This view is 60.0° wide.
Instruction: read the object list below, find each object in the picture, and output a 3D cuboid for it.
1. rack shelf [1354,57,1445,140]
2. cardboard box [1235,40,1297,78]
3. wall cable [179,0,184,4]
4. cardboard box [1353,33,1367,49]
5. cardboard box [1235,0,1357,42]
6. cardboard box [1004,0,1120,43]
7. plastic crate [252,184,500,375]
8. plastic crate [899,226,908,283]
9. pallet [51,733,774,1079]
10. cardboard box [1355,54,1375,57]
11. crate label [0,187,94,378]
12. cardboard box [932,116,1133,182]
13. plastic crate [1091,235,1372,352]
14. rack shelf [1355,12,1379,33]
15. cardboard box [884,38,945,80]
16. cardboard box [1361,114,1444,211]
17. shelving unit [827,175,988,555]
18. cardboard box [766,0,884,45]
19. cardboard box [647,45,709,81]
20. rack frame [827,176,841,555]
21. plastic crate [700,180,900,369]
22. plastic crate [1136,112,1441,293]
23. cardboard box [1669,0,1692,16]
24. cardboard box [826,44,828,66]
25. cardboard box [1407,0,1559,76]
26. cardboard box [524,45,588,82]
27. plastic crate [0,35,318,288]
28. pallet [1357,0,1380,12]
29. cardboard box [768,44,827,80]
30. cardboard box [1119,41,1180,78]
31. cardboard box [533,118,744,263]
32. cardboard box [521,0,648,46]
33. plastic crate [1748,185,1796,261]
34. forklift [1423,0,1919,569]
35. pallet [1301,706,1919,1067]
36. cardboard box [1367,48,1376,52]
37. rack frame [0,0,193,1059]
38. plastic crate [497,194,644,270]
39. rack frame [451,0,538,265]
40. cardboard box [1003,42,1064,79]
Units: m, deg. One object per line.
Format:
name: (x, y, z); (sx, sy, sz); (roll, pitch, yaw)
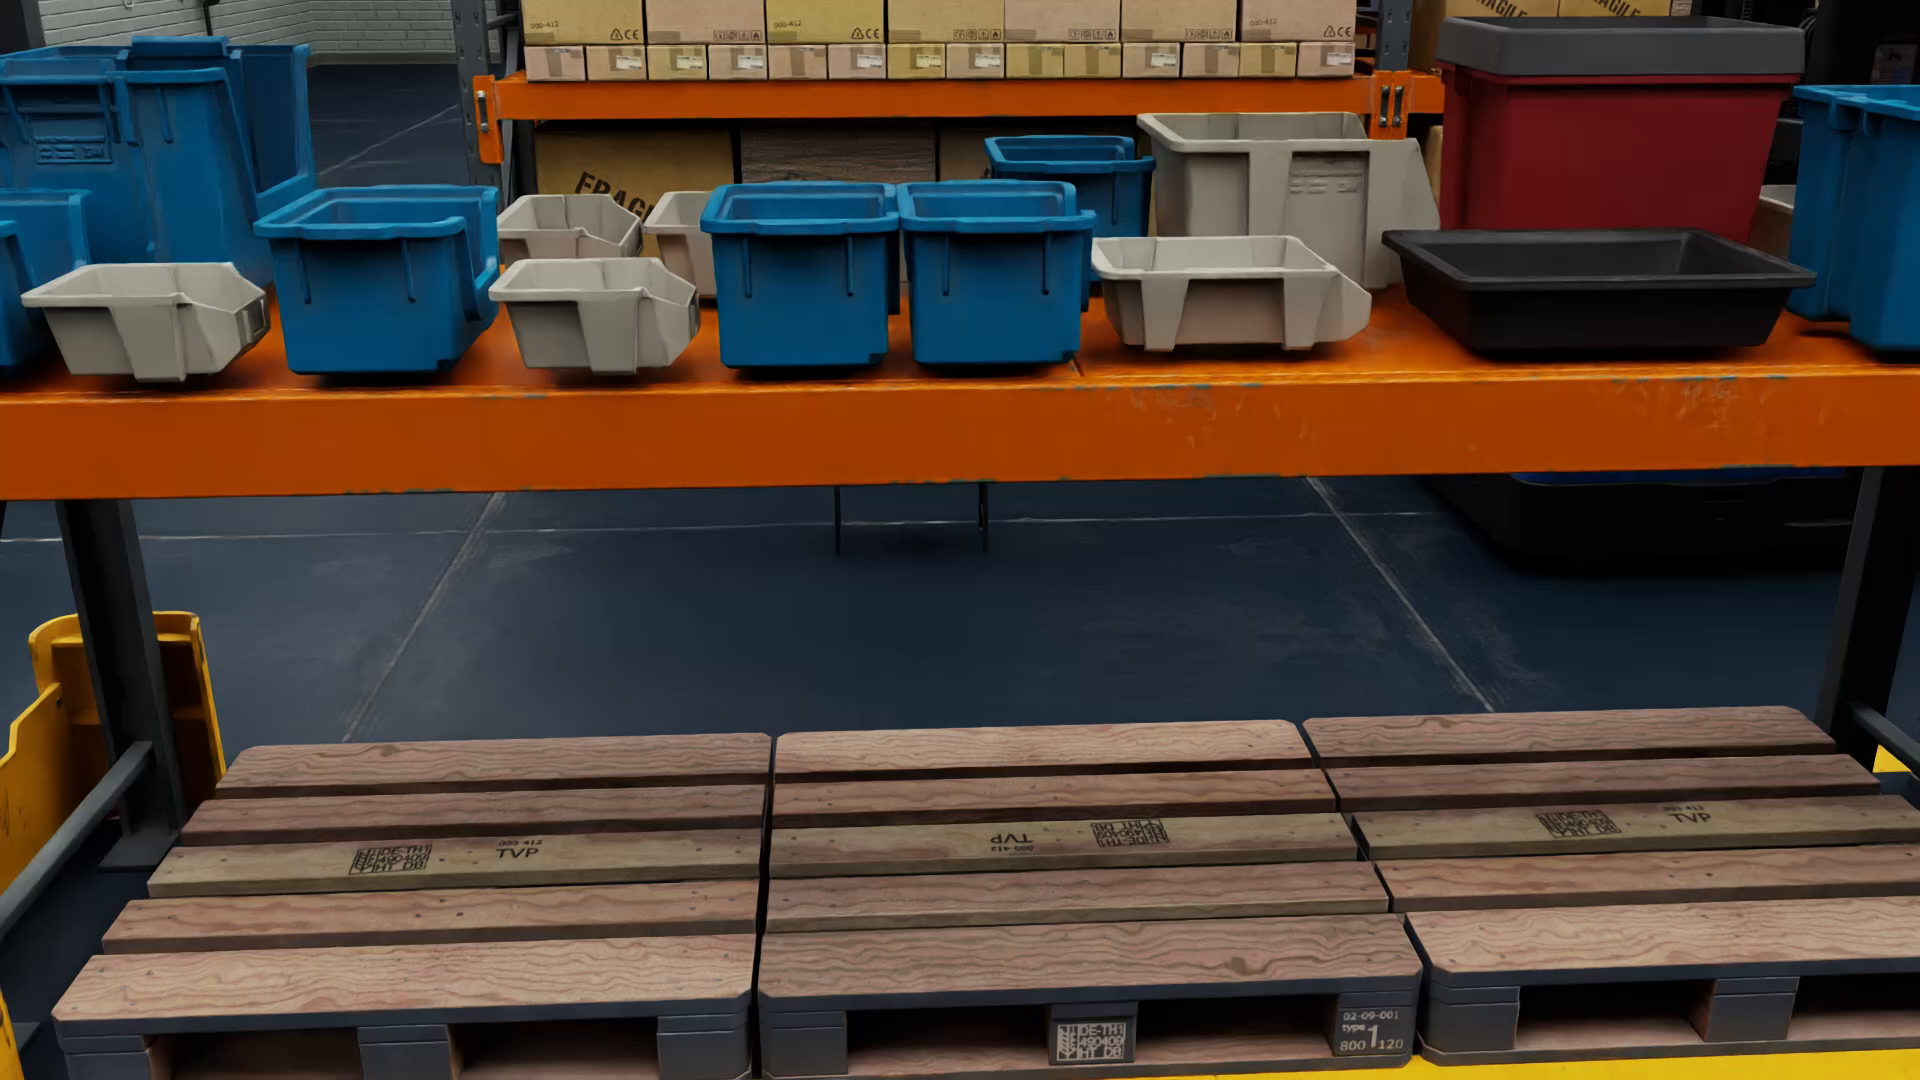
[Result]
rack shelf: (3.878, -2.112, 7.964); (4.000, 0.370, 1.077); (-1, 21, -3)
cardboard box: (1.338, -2.162, 7.438); (0.250, 0.149, 0.380); (-1, 21, -2)
wall cable: (-8.399, -6.702, 17.582); (0.122, 1.984, 0.588); (-1, 21, -3)
cardboard box: (3.724, -5.211, 17.489); (0.875, 0.875, 0.875); (-1, 21, -2)
cardboard box: (1.455, -2.374, 7.435); (0.500, 0.250, 0.500); (-2, 21, -4)
cardboard box: (0.429, -2.353, 7.377); (0.500, 0.250, 0.500); (-1, 21, -2)
plastic crate: (-0.907, -0.418, 2.655); (0.300, 0.233, 0.416); (-1, 21, -3)
plastic crate: (-0.164, -0.580, 3.216); (0.250, 0.136, 0.298); (-1, 21, -3)
pallet: (-1.004, 0.733, 3.399); (1.213, 0.211, 1.003); (-1, 21, -3)
cardboard box: (2.983, -3.483, 12.423); (0.500, 0.250, 0.500); (-1, 21, -2)
crate label: (-1.564, -0.405, 2.620); (0.303, 0.233, 0.416); (-1, 21, -3)
cardboard box: (0.319, -1.608, 8.024); (0.875, 0.875, 0.875); (-1, 21, -3)
plastic crate: (0.443, -0.411, 2.771); (0.466, 0.136, 0.293); (-1, 21, -3)
rack shelf: (3.696, -3.876, 12.597); (4.000, 0.370, 1.077); (-1, 21, -3)
cardboard box: (-0.204, -2.131, 7.355); (0.250, 0.149, 0.380); (-2, 21, -4)
cardboard box: (2.519, -1.631, 8.086); (0.875, 0.875, 1.225); (-1, 21, -3)
shelving unit: (-0.165, -0.557, 5.399); (0.503, 1.200, 0.258); (-1, 21, -3)
cardboard box: (-0.597, -2.331, 7.321); (0.500, 0.250, 0.500); (-2, 21, -5)
cardboard box: (-1.227, -2.110, 7.301); (0.250, 0.149, 0.380); (-2, 21, -4)
rack frame: (-0.409, -0.552, 5.386); (0.015, 1.200, 0.240); (-1, 21, -3)
plastic crate: (-0.250, -0.432, 2.690); (0.300, 0.233, 0.416); (-1, 21, -3)
plastic crate: (0.629, -0.655, 3.209); (0.530, 0.282, 0.437); (-1, 21, -3)
cardboard box: (3.356, -2.396, 7.557); (0.500, 0.500, 0.500); (-2, 21, -4)
cardboard box: (-0.756, -2.355, 7.943); (0.250, 0.149, 0.380); (-2, 21, -4)
cardboard box: (2.355, -2.375, 7.503); (0.500, 0.500, 0.500); (-1, 21, -3)
cardboard box: (-1.739, -2.099, 7.272); (0.250, 0.149, 0.380); (-1, 21, -2)
plastic crate: (-1.506, -0.685, 3.070); (0.499, 0.435, 0.616); (-1, 21, -3)
pallet: (2.470, -4.046, 12.302); (1.213, 0.211, 1.003); (-1, 21, -3)
cardboard box: (-0.713, -2.121, 7.328); (0.250, 0.149, 0.380); (-2, 21, -4)
cardboard box: (0.825, -2.152, 7.411); (0.250, 0.149, 0.380); (-1, 21, -2)
cardboard box: (-1.478, -1.571, 7.928); (0.875, 0.875, 0.875); (-1, 21, -3)
cardboard box: (-1.618, -2.309, 7.263); (0.500, 0.250, 0.500); (-2, 21, -4)
plastic crate: (1.691, -0.594, 3.253); (0.243, 0.136, 0.396); (-1, 21, -3)
forklift: (3.215, -1.481, 5.392); (3.031, 2.935, 1.130); (-2, 21, -5)
pallet: (1.432, 0.684, 3.529); (1.213, 0.211, 1.003); (-1, 21, -3)
cardboard box: (3.469, -3.677, 12.931); (0.500, 0.250, 0.500); (-2, 21, -5)
rack frame: (-1.830, -0.567, 2.895); (0.127, 3.000, 1.000); (-1, 21, -3)
plastic crate: (-0.736, -0.554, 3.145); (0.243, 0.136, 0.396); (-1, 21, -3)
rack frame: (-2.112, -2.327, 7.516); (0.127, 3.000, 1.000); (-1, 21, -3)
cardboard box: (0.312, -2.142, 7.383); (0.250, 0.149, 0.380); (-1, 21, -4)
